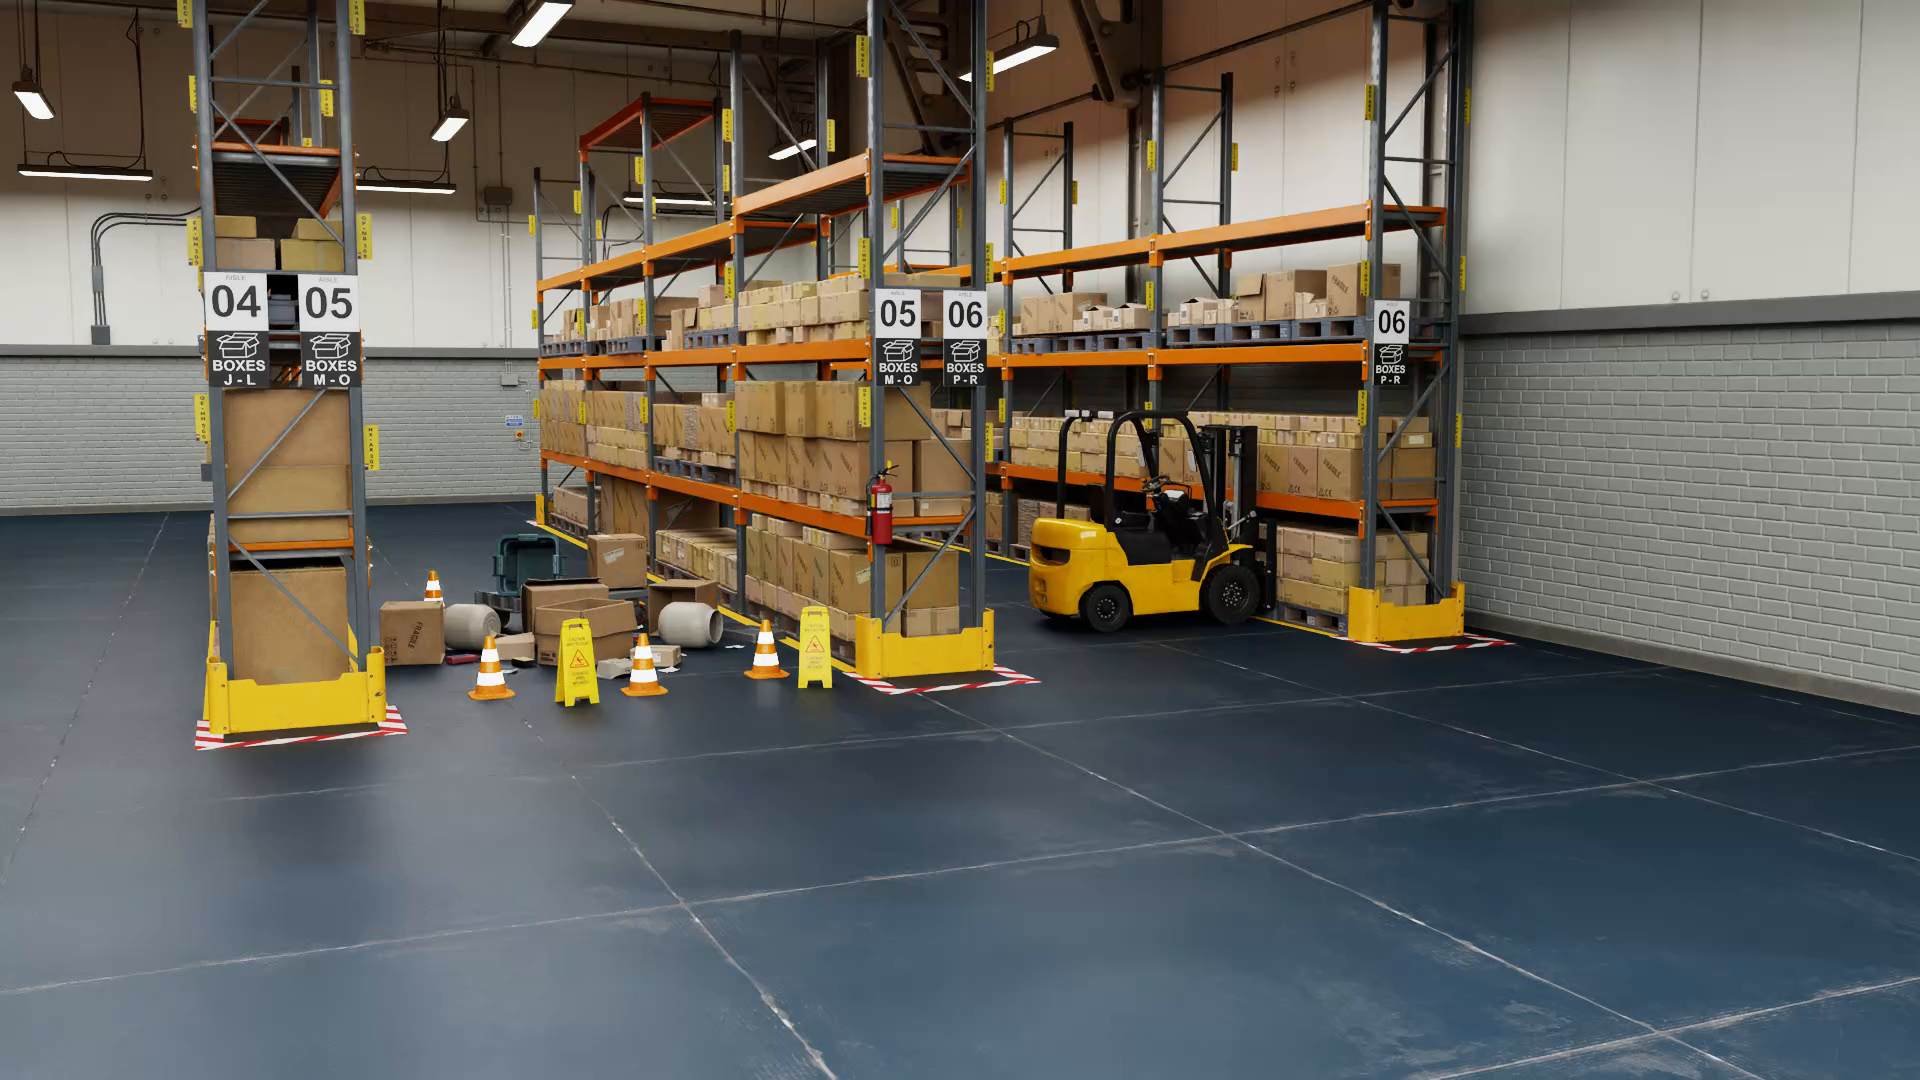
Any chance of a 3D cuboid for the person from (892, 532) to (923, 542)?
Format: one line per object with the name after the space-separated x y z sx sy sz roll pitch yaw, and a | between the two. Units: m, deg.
-0.619 -0.140 18.451 0.535 1.662 0.374 -3 6 -27 | person
